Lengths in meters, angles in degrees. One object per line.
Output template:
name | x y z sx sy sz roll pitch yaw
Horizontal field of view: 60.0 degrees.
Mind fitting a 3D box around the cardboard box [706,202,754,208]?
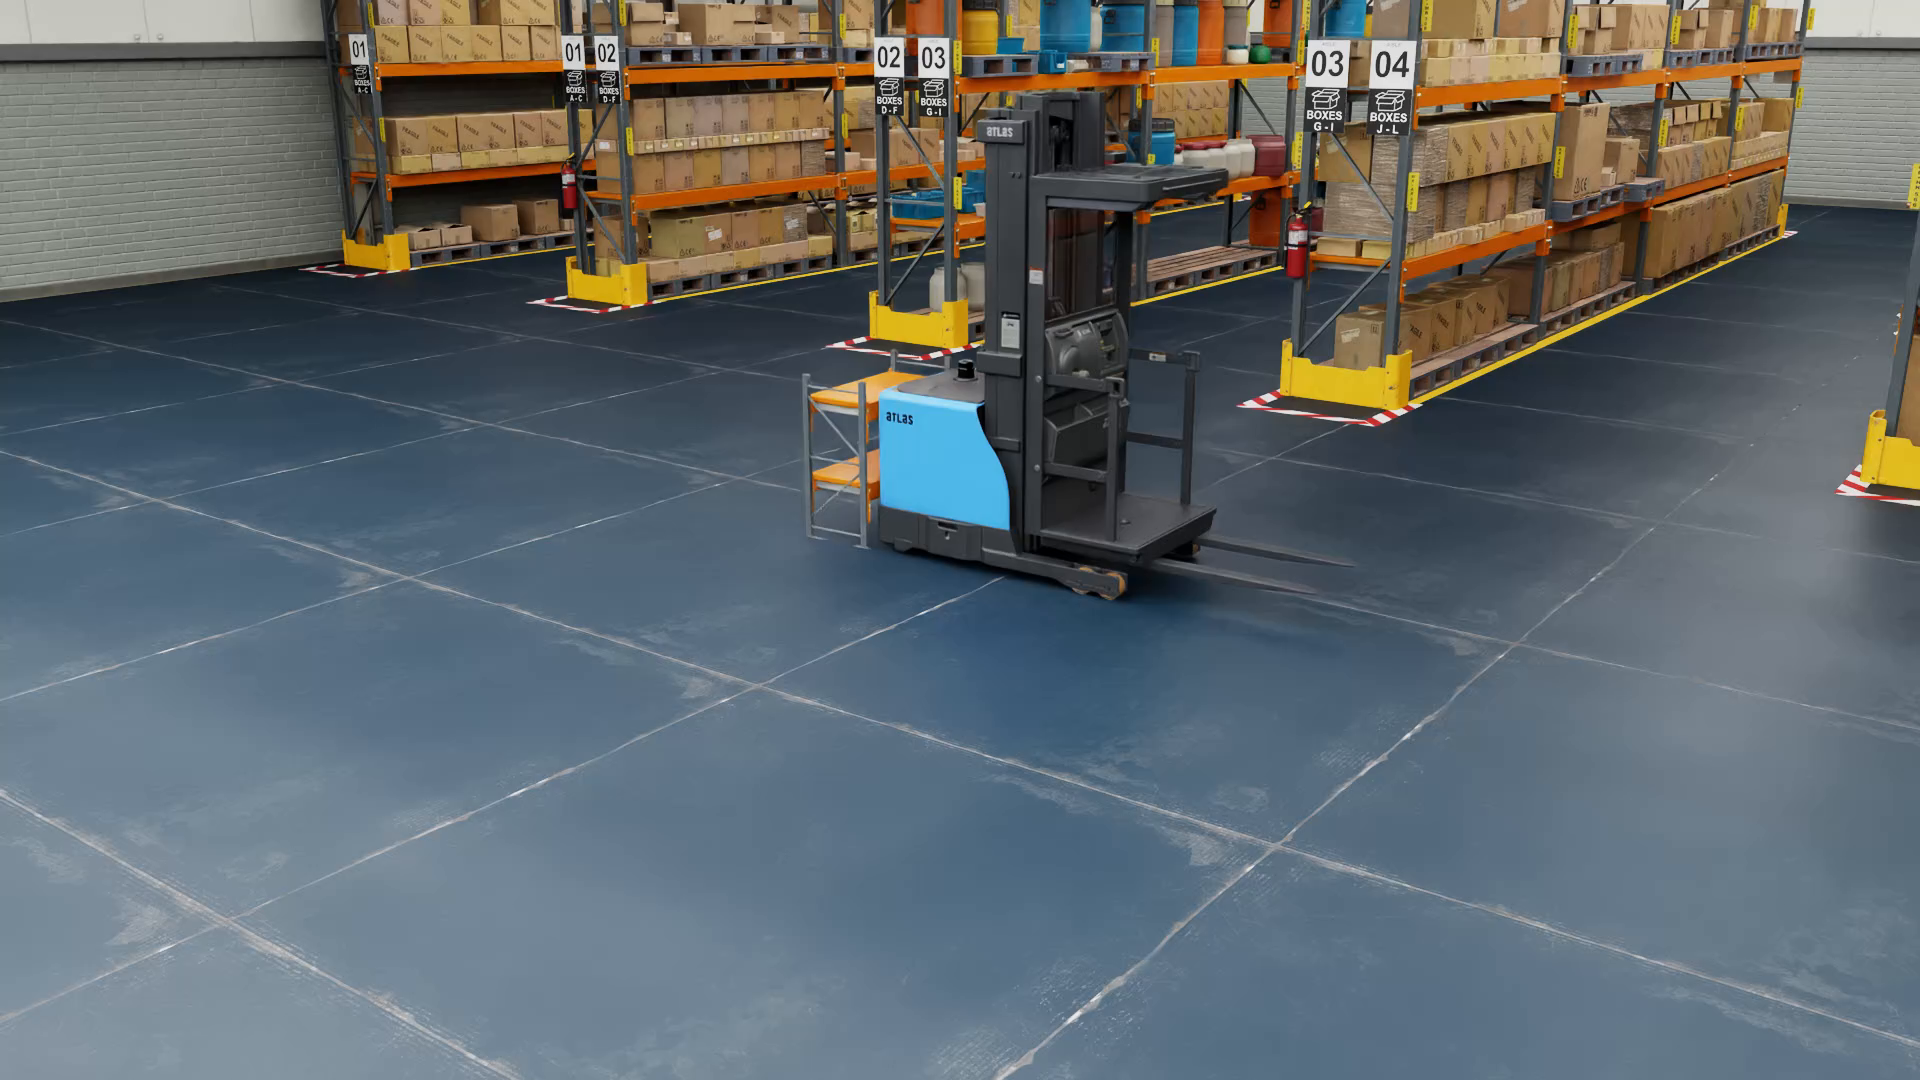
cardboard box | -3.180 -4.380 22.953 0.500 0.500 0.500 12 21 35

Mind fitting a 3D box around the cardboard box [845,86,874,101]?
cardboard box | -1.959 -8.367 31.160 0.500 0.250 0.500 13 21 36

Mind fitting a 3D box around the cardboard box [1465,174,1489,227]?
cardboard box | 4.705 -3.408 16.491 0.875 0.500 0.500 12 21 35

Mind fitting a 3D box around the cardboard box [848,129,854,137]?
cardboard box | -2.204 -7.610 31.083 0.380 0.149 0.250 13 22 36

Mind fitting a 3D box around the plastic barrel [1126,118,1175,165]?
plastic barrel | 2.393 -4.829 20.892 0.600 0.901 0.708 12 21 35

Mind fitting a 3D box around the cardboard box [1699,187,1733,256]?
cardboard box | 10.299 -4.611 23.910 1.225 0.875 0.875 12 21 35

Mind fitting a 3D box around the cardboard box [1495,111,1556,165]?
cardboard box | 5.850 -4.188 17.315 0.500 0.500 0.500 12 21 35

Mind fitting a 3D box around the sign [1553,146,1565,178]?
sign | 6.338 -3.995 17.592 0.100 0.325 0.005 12 21 35

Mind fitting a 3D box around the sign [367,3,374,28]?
sign | -7.984 -7.103 22.528 0.100 0.325 0.005 12 21 35

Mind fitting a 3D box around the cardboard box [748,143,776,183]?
cardboard box | -2.927 -5.123 22.514 0.700 0.500 0.500 13 21 35

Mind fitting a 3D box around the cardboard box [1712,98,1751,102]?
cardboard box | 12.247 -6.777 26.496 0.500 0.500 0.500 12 21 33

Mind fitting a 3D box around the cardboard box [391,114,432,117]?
cardboard box | -8.002 -5.913 24.183 0.500 0.500 0.500 13 21 35

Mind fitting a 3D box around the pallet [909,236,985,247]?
pallet | -0.195 -4.859 26.536 1.003 0.211 1.213 12 21 35

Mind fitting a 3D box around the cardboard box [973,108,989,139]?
cardboard box | 0.612 -6.798 27.201 0.700 0.500 0.500 5 18 16

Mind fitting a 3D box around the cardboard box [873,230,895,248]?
cardboard box | -1.311 -4.489 24.569 0.500 0.250 0.500 13 22 36

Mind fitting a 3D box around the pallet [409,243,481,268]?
pallet | -7.862 -4.223 24.486 1.003 0.211 1.213 12 21 35

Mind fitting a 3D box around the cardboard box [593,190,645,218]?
cardboard box | -5.612 -5.497 27.359 0.700 0.500 0.500 13 22 37

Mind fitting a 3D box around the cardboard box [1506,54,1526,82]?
cardboard box | 5.216 -4.637 16.314 0.500 0.250 0.500 12 21 34

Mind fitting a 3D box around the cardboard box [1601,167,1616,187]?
cardboard box | 7.504 -4.320 19.617 0.396 0.266 0.258 12 21 33

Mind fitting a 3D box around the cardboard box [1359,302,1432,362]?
cardboard box | 4.228 -2.024 16.212 0.500 0.500 0.500 -13 22 -36

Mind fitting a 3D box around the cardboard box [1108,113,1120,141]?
cardboard box | 2.802 -7.545 30.314 0.500 0.500 0.500 13 21 36

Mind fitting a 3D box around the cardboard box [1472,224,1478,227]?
cardboard box | 4.889 -3.052 16.438 0.380 0.149 0.250 12 21 35

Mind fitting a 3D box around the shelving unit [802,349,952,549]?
shelving unit | -0.550 -0.648 11.433 0.538 1.125 1.048 11 20 31

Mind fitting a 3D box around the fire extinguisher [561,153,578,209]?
fire extinguisher | -4.883 -4.492 20.781 0.296 0.674 0.183 12 21 35

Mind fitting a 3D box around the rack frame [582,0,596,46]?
rack frame | -6.037 -9.167 25.590 1.000 3.000 0.127 12 21 35

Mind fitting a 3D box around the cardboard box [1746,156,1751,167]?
cardboard box | 11.576 -5.662 24.841 0.380 0.149 0.250 12 21 33

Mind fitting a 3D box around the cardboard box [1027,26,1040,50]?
cardboard box | 0.864 -8.092 27.017 0.910 0.500 0.500 12 21 35

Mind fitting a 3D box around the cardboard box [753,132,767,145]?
cardboard box | -2.804 -5.380 22.249 0.380 0.149 0.250 13 22 36

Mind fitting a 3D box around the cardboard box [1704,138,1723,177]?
cardboard box | 10.304 -5.353 23.255 0.500 0.500 0.500 13 22 36

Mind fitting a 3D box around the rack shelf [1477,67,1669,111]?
rack shelf | 7.089 -5.241 19.219 1.077 0.370 4.000 12 21 35

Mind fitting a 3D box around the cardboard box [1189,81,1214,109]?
cardboard box | 4.444 -8.412 31.418 0.500 0.500 0.500 13 22 36

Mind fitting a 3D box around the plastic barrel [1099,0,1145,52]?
plastic barrel | 2.048 -6.383 20.836 0.600 0.901 0.708 12 21 35

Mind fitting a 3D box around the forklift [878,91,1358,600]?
forklift | 0.964 -1.215 10.215 3.031 2.935 1.130 11 21 32

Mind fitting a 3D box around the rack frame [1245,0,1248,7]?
rack frame | 5.094 -11.151 31.978 1.000 3.000 0.127 12 21 35

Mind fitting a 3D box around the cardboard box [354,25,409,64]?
cardboard box | -8.020 -6.875 23.063 0.500 0.500 0.500 13 22 36

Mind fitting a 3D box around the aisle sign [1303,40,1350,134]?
aisle sign | 3.236 -4.003 14.693 0.394 0.787 0.004 12 21 35

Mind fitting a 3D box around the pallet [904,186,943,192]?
pallet | -0.754 -7.043 33.568 1.003 0.211 1.213 12 21 35

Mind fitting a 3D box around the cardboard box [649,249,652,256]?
cardboard box | -4.069 -3.663 21.911 0.500 0.250 0.500 12 21 35

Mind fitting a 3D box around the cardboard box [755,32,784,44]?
cardboard box | -2.555 -6.672 22.092 0.380 0.149 0.250 12 21 35

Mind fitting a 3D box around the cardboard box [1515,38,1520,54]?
cardboard box | 5.266 -4.858 16.351 0.380 0.149 0.250 13 22 37

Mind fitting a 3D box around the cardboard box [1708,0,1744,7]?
cardboard box | 11.230 -7.891 24.229 0.500 0.250 0.500 11 20 31

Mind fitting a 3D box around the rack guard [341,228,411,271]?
rack guard | -8.375 -4.174 23.841 1.175 0.500 0.348 12 21 35

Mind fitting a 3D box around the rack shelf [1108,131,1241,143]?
rack shelf | 3.902 -7.466 31.440 1.077 0.370 4.000 12 21 35

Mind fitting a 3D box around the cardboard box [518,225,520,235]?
cardboard box | -7.006 -4.773 25.622 0.380 0.149 0.250 10 20 30

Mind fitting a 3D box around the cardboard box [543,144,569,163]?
cardboard box | -6.379 -5.956 25.586 0.500 0.250 0.500 13 21 35

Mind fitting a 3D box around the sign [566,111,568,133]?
sign | -4.867 -5.240 20.708 0.100 0.325 0.005 12 21 35

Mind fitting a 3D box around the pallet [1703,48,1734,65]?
pallet | 10.157 -6.696 23.012 0.805 0.209 1.217 11 21 33

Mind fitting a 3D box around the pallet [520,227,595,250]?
pallet | -6.409 -4.804 26.358 1.003 0.211 1.213 12 21 35

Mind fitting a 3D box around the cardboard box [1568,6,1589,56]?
cardboard box | 6.257 -5.453 17.805 0.797 0.503 0.637 11 20 32

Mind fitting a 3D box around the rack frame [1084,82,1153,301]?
rack frame | 1.920 -4.551 20.842 1.000 3.000 0.127 12 21 35

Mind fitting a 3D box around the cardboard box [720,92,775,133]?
cardboard box | -2.915 -5.748 22.340 0.700 0.500 0.500 12 21 35

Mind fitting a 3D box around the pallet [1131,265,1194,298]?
pallet | 2.356 -3.414 21.880 1.003 0.211 1.213 12 21 35

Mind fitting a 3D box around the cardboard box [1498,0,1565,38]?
cardboard box | 5.834 -5.385 16.955 0.500 0.500 0.500 12 21 33
